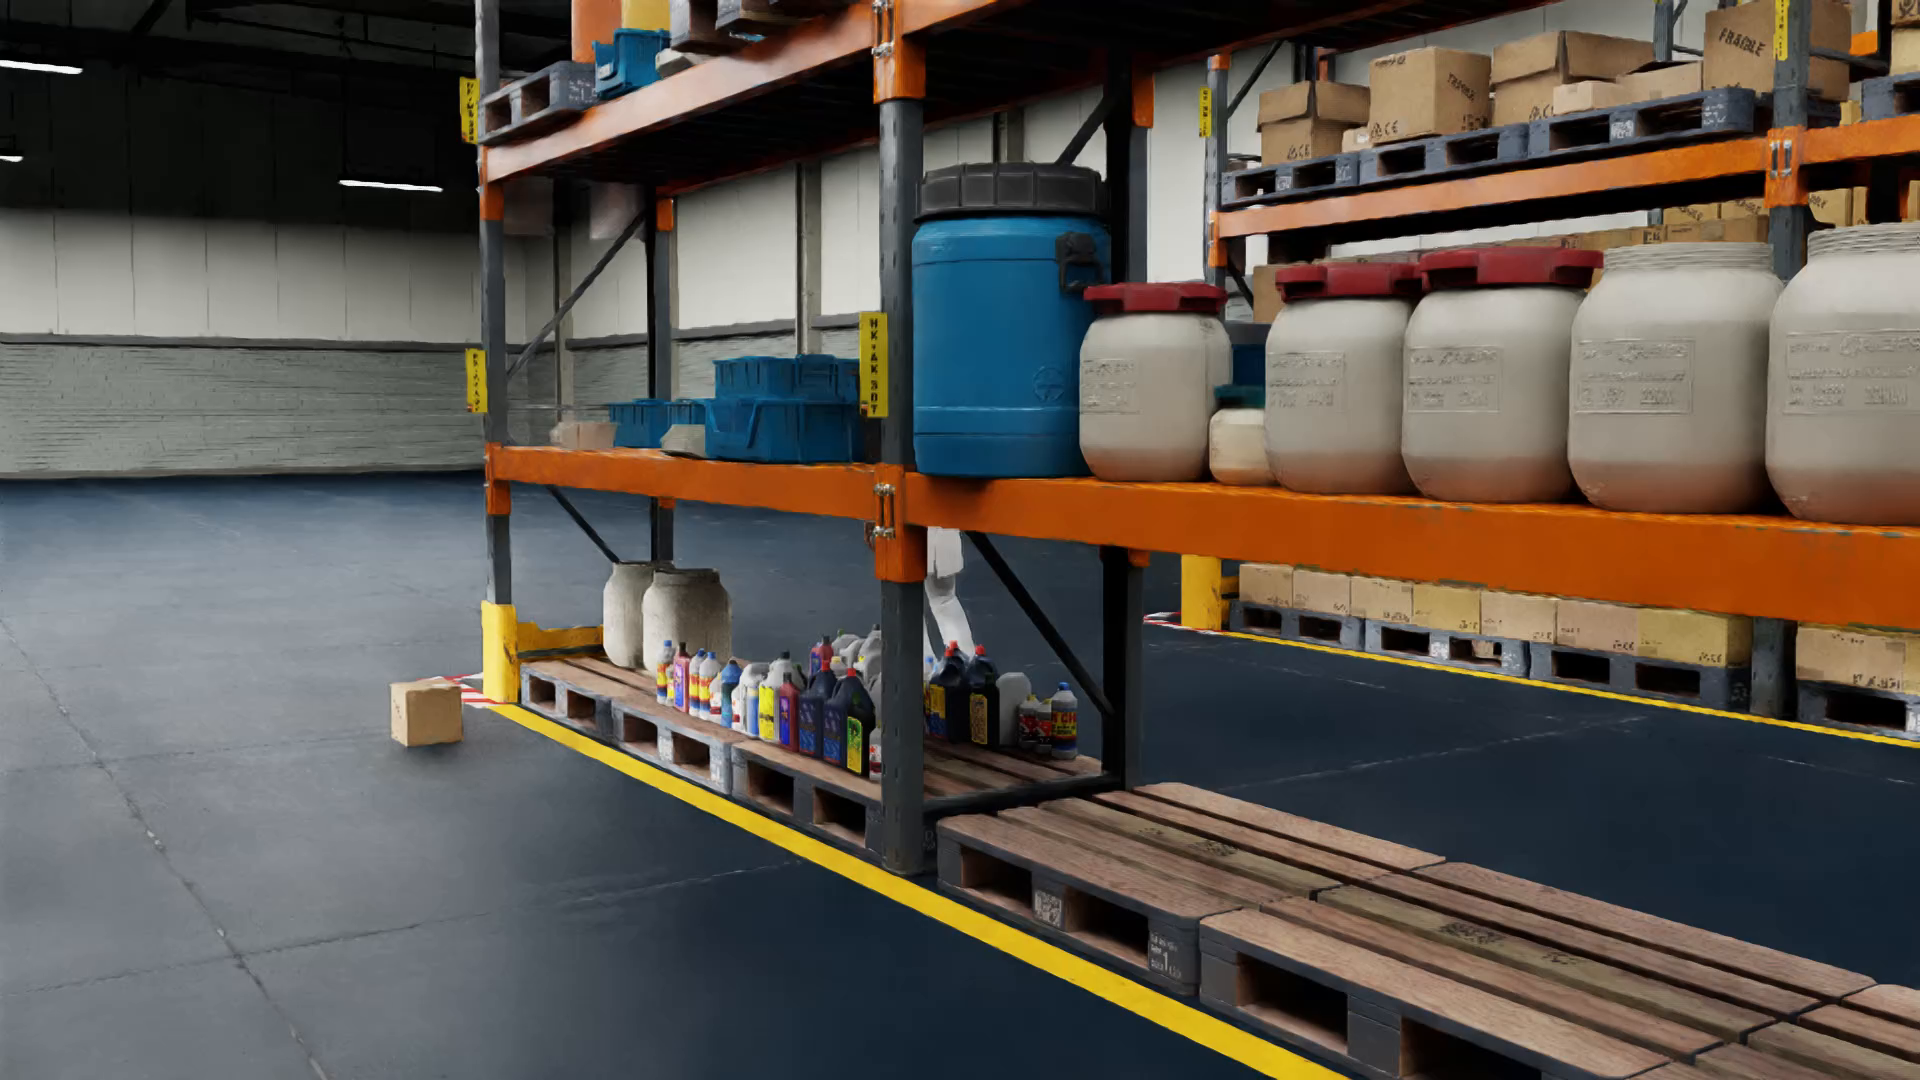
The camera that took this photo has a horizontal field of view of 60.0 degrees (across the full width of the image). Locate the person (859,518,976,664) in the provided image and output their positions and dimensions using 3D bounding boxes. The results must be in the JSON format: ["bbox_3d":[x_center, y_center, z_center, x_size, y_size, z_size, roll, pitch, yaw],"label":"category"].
[{"bbox_3d":[-0.185,-0.055,8.748,0.725,1.721,0.520,-3,6,-35],"label":"person"}]
